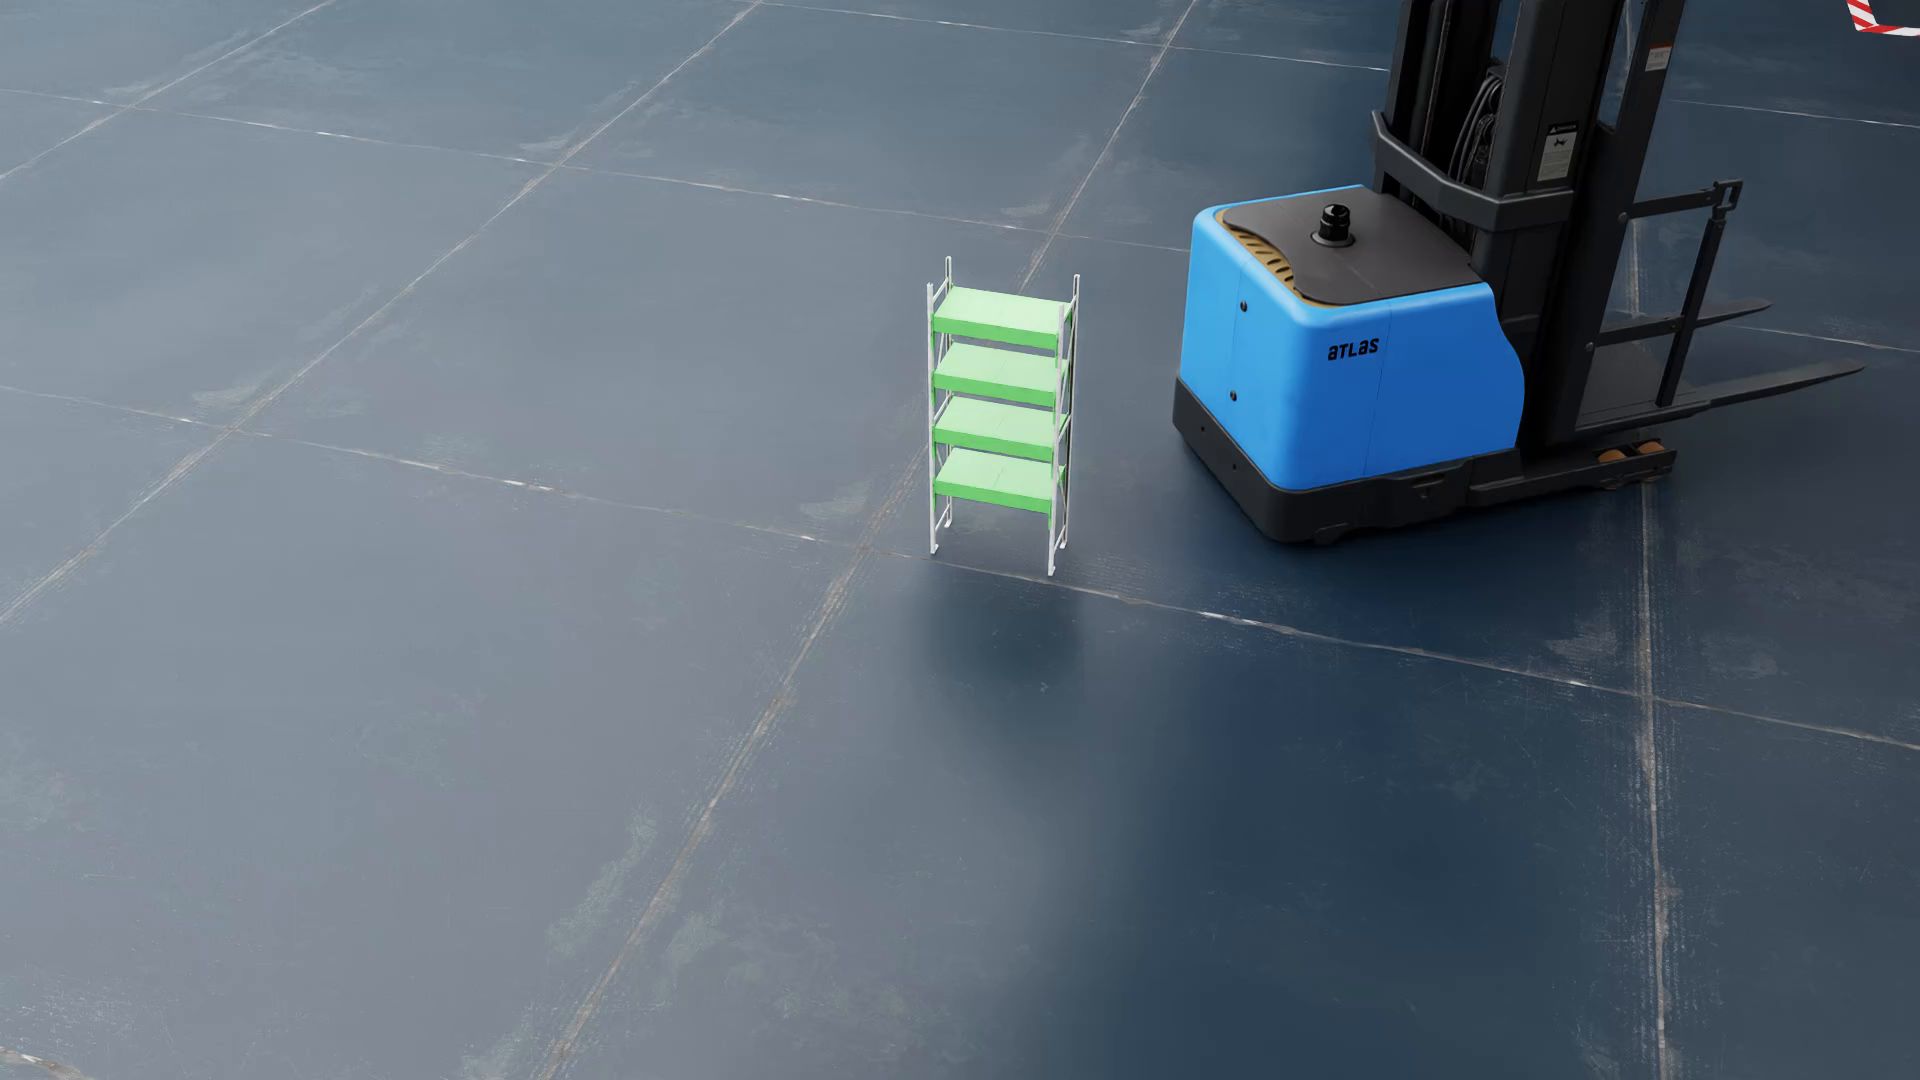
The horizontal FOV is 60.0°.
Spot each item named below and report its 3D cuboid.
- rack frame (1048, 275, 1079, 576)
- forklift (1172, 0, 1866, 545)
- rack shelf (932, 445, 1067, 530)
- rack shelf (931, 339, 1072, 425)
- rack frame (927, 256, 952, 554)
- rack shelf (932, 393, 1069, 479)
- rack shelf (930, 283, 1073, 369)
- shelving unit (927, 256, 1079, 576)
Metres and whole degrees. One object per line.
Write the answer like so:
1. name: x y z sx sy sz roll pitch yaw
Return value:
1. rack frame: 0.391 -0.411 6.296 0.015 1.200 0.240 10 38 14
2. forklift: 2.511 -1.678 6.557 3.031 2.935 1.130 -11 38 -15
3. rack shelf: 0.158 -0.209 6.535 0.480 0.148 0.258 10 38 14
4. rack shelf: 0.158 -0.596 6.250 0.480 0.148 0.258 10 38 14
5. rack frame: -0.075 -0.497 6.413 0.015 1.200 0.240 10 38 14
6. rack shelf: 0.158 -0.402 6.392 0.480 0.148 0.258 10 38 14
7. rack shelf: 0.158 -0.789 6.108 0.480 0.148 0.258 10 38 14
8. shelving unit: 0.158 -0.454 6.355 0.503 1.200 0.258 10 38 14
